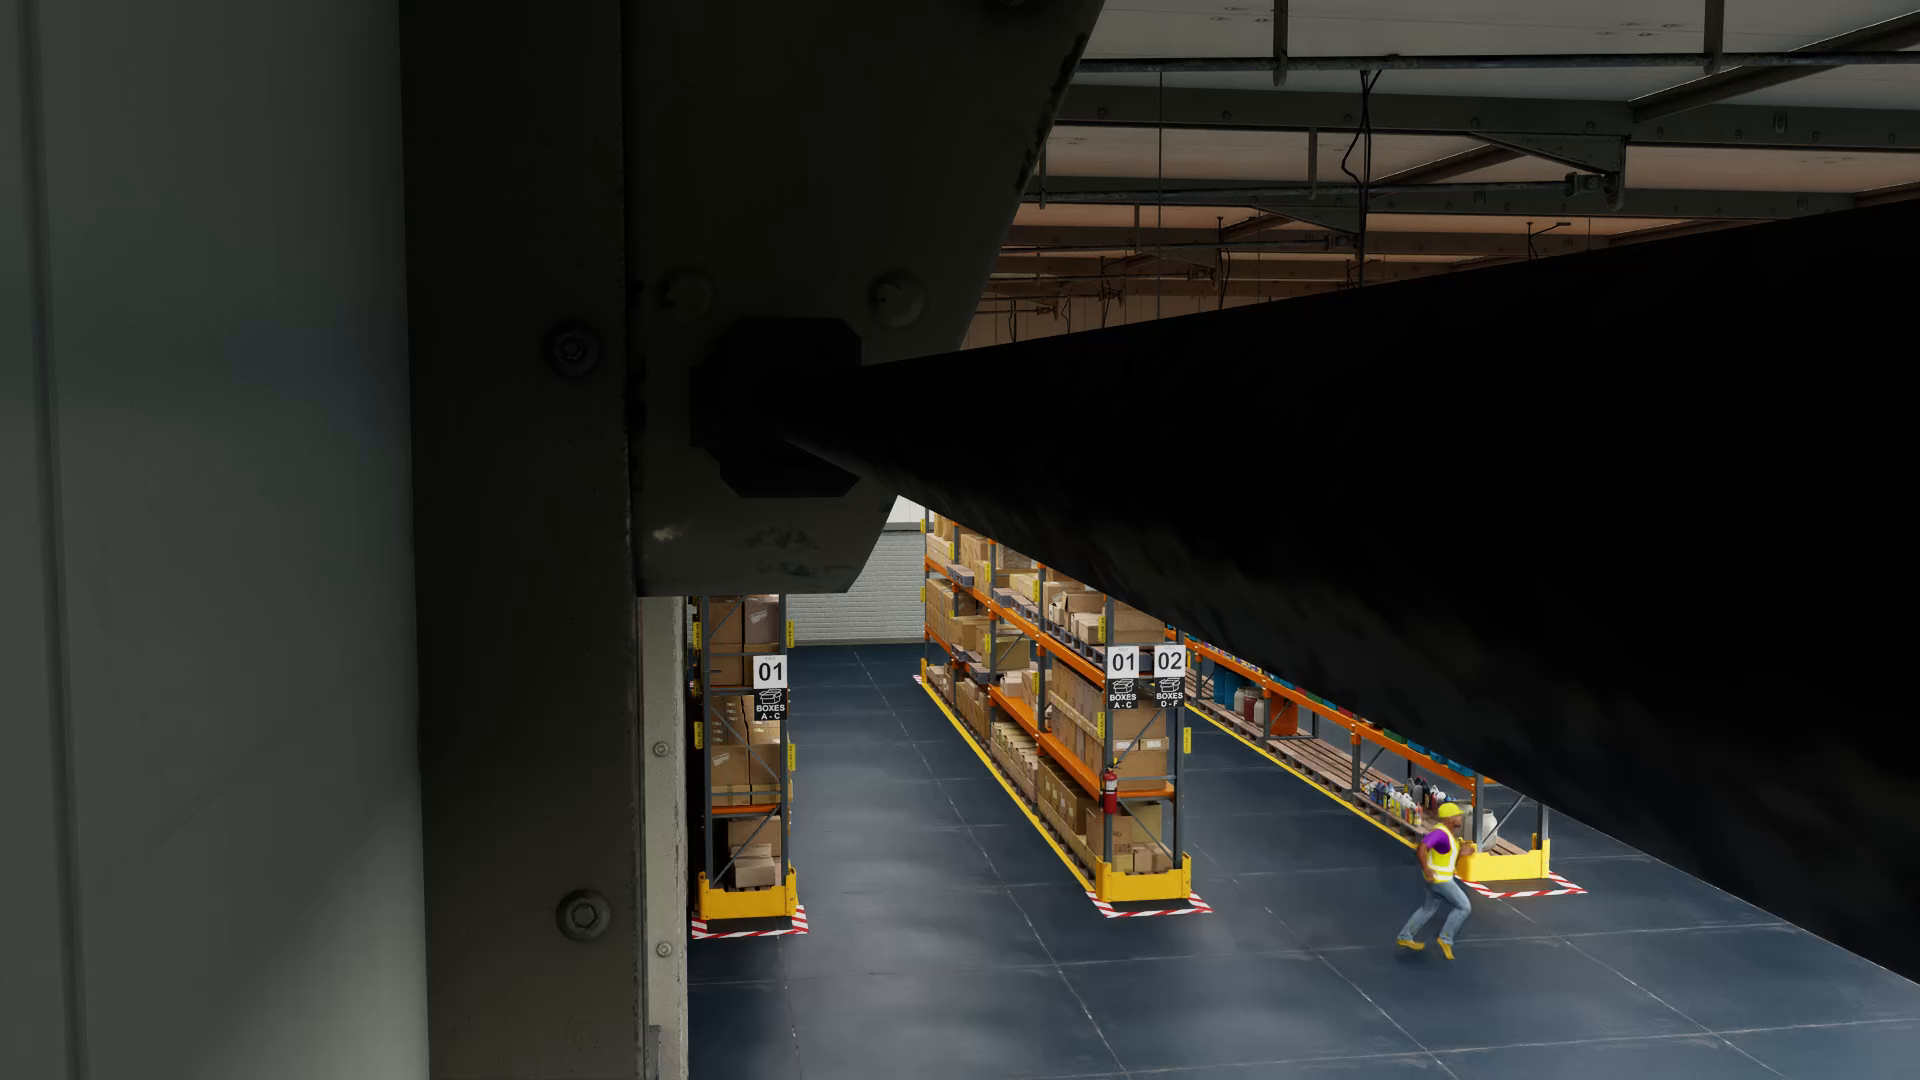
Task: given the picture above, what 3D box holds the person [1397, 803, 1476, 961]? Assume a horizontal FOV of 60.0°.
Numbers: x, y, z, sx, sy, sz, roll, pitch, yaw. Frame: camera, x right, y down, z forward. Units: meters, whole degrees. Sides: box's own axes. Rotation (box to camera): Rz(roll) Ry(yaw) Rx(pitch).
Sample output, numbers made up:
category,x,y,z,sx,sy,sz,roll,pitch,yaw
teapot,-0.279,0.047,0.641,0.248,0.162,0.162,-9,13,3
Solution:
category,x,y,z,sx,sy,sz,roll,pitch,yaw
person,5.356,3.827,18.682,0.849,1.788,0.644,1,5,8
